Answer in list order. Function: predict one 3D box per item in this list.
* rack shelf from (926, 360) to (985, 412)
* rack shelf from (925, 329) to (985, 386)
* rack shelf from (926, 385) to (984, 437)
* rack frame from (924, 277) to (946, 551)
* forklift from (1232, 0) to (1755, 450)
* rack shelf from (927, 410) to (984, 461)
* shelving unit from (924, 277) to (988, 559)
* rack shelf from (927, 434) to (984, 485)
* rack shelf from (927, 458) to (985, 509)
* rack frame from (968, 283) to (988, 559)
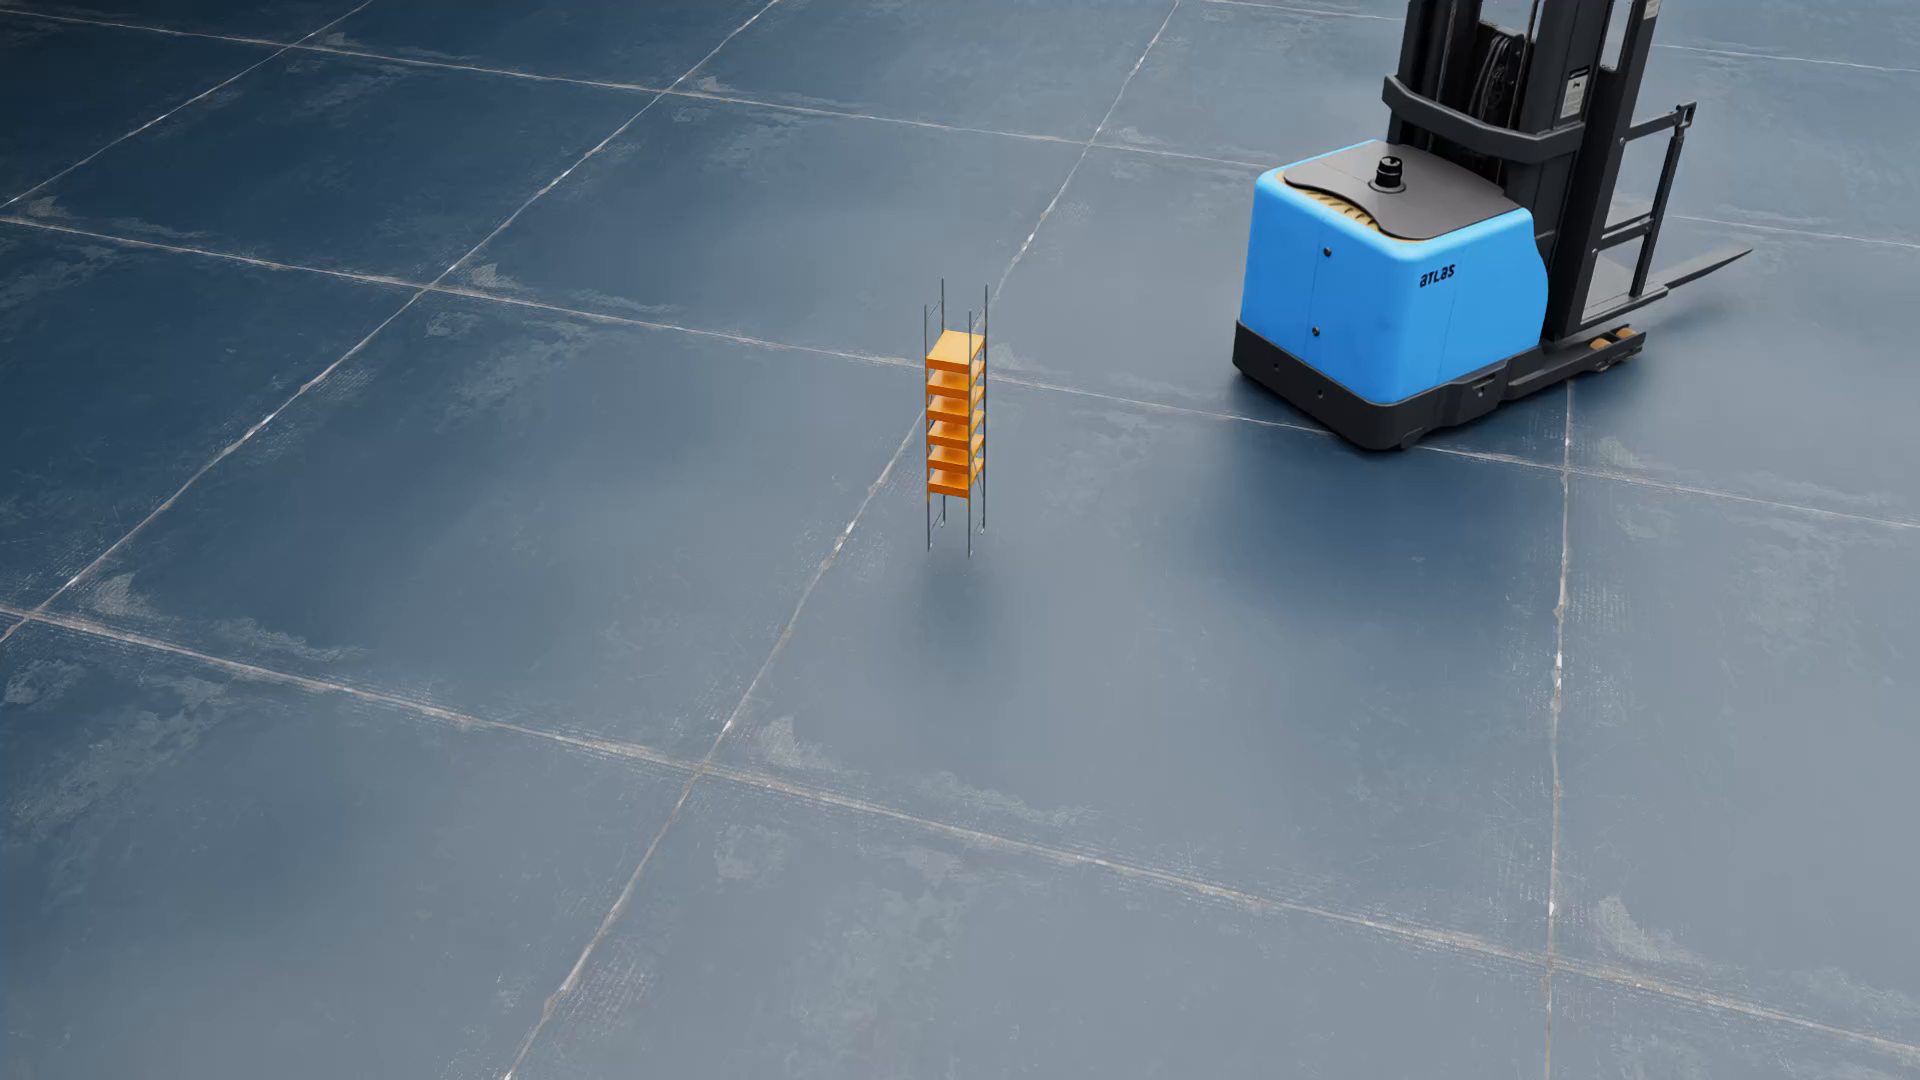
[{"bbox_3d":[-0.014,-0.643,6.782,0.180,0.103,0.258,10,38,14],"label":"rack shelf"},{"bbox_3d":[-0.014,-0.740,6.711,0.180,0.103,0.258,10,38,14],"label":"rack shelf"},{"bbox_3d":[-0.014,-0.547,6.853,0.180,0.103,0.258,10,38,14],"label":"rack shelf"},{"bbox_3d":[-0.101,-0.502,6.920,0.006,1.200,0.240,10,38,14],"label":"rack frame"},{"bbox_3d":[2.878,-2.269,7.860,3.031,2.935,1.130,-21,41,-26],"label":"forklift"},{"bbox_3d":[-0.014,-0.450,6.924,0.180,0.103,0.258,10,38,14],"label":"rack shelf"},{"bbox_3d":[-0.014,-0.486,6.898,0.189,1.200,0.258,10,38,14],"label":"shelving unit"},{"bbox_3d":[-0.014,-0.353,6.995,0.180,0.103,0.258,10,38,14],"label":"rack shelf"},{"bbox_3d":[-0.014,-0.257,7.066,0.180,0.103,0.258,10,38,14],"label":"rack shelf"},{"bbox_3d":[0.074,-0.470,6.876,0.006,1.200,0.240,10,38,14],"label":"rack frame"}]
